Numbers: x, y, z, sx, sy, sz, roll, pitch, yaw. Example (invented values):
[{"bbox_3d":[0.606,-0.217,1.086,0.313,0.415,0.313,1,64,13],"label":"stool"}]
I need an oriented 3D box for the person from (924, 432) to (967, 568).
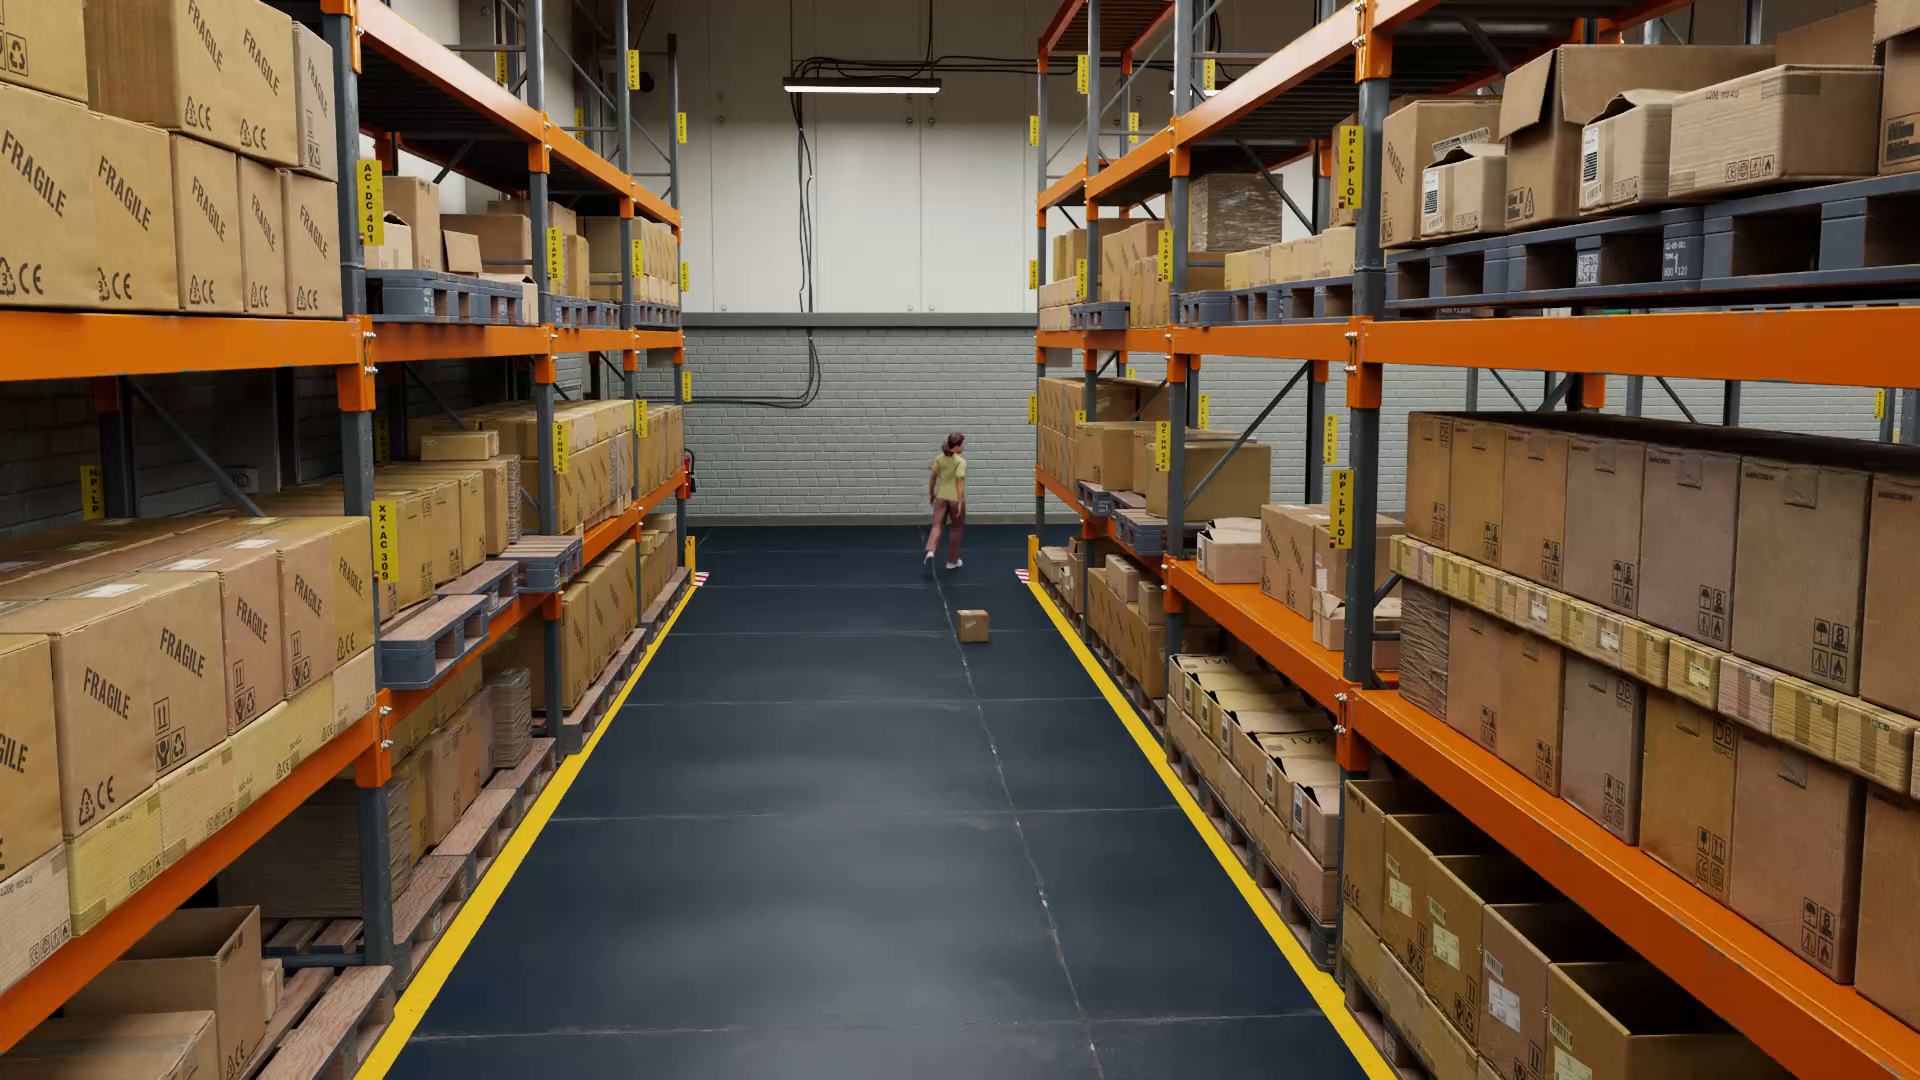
[{"bbox_3d":[-0.156,-0.452,19.481,0.528,1.633,0.893,3,7,22],"label":"person"}]
